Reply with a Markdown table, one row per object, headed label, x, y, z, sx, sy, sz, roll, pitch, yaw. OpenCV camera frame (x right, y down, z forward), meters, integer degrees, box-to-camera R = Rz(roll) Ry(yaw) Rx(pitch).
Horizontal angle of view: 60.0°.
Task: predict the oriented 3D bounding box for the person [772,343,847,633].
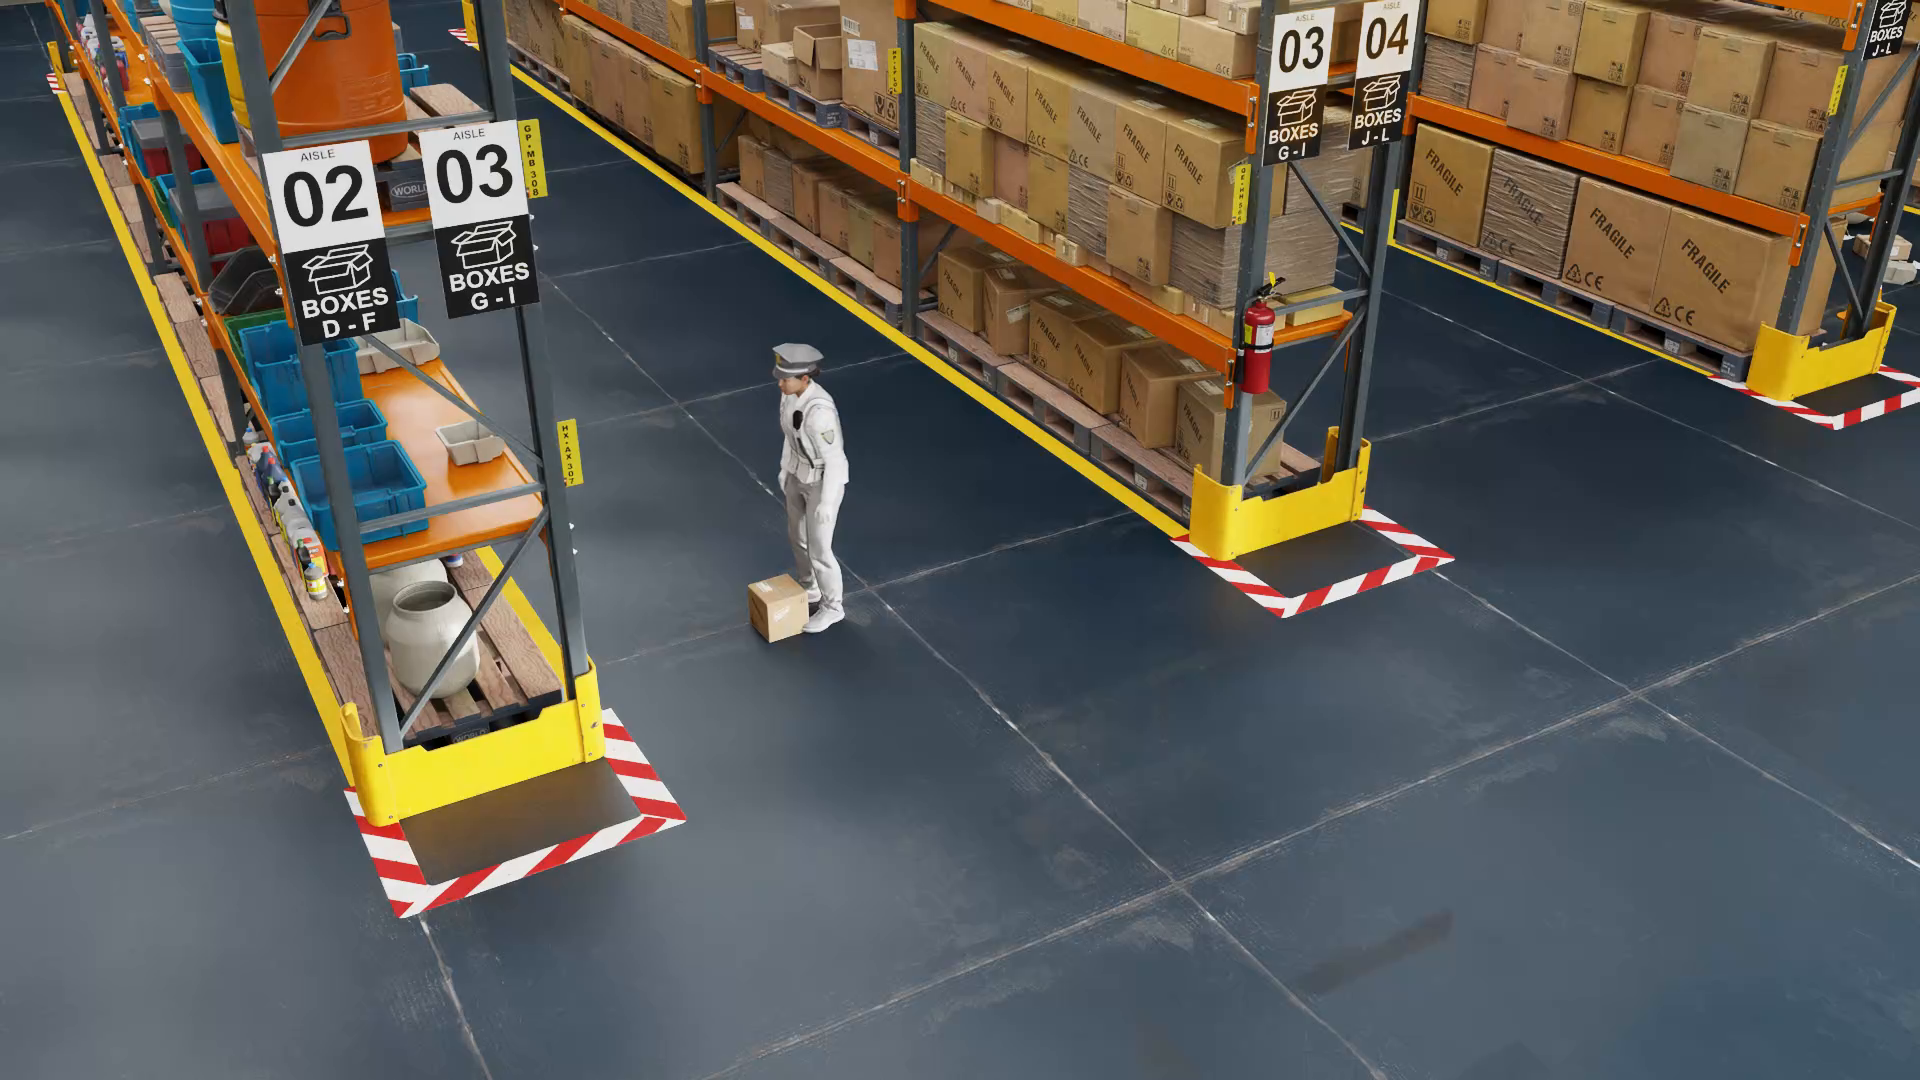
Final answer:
| label | x | y | z | sx | sy | sz | roll | pitch | yaw |
| --- | --- | --- | --- | --- | --- | --- | --- | --- | --- |
| person | -0.816 | -0.296 | 9.081 | 0.376 | 1.663 | 0.539 | -17 | 33 | -27 |
